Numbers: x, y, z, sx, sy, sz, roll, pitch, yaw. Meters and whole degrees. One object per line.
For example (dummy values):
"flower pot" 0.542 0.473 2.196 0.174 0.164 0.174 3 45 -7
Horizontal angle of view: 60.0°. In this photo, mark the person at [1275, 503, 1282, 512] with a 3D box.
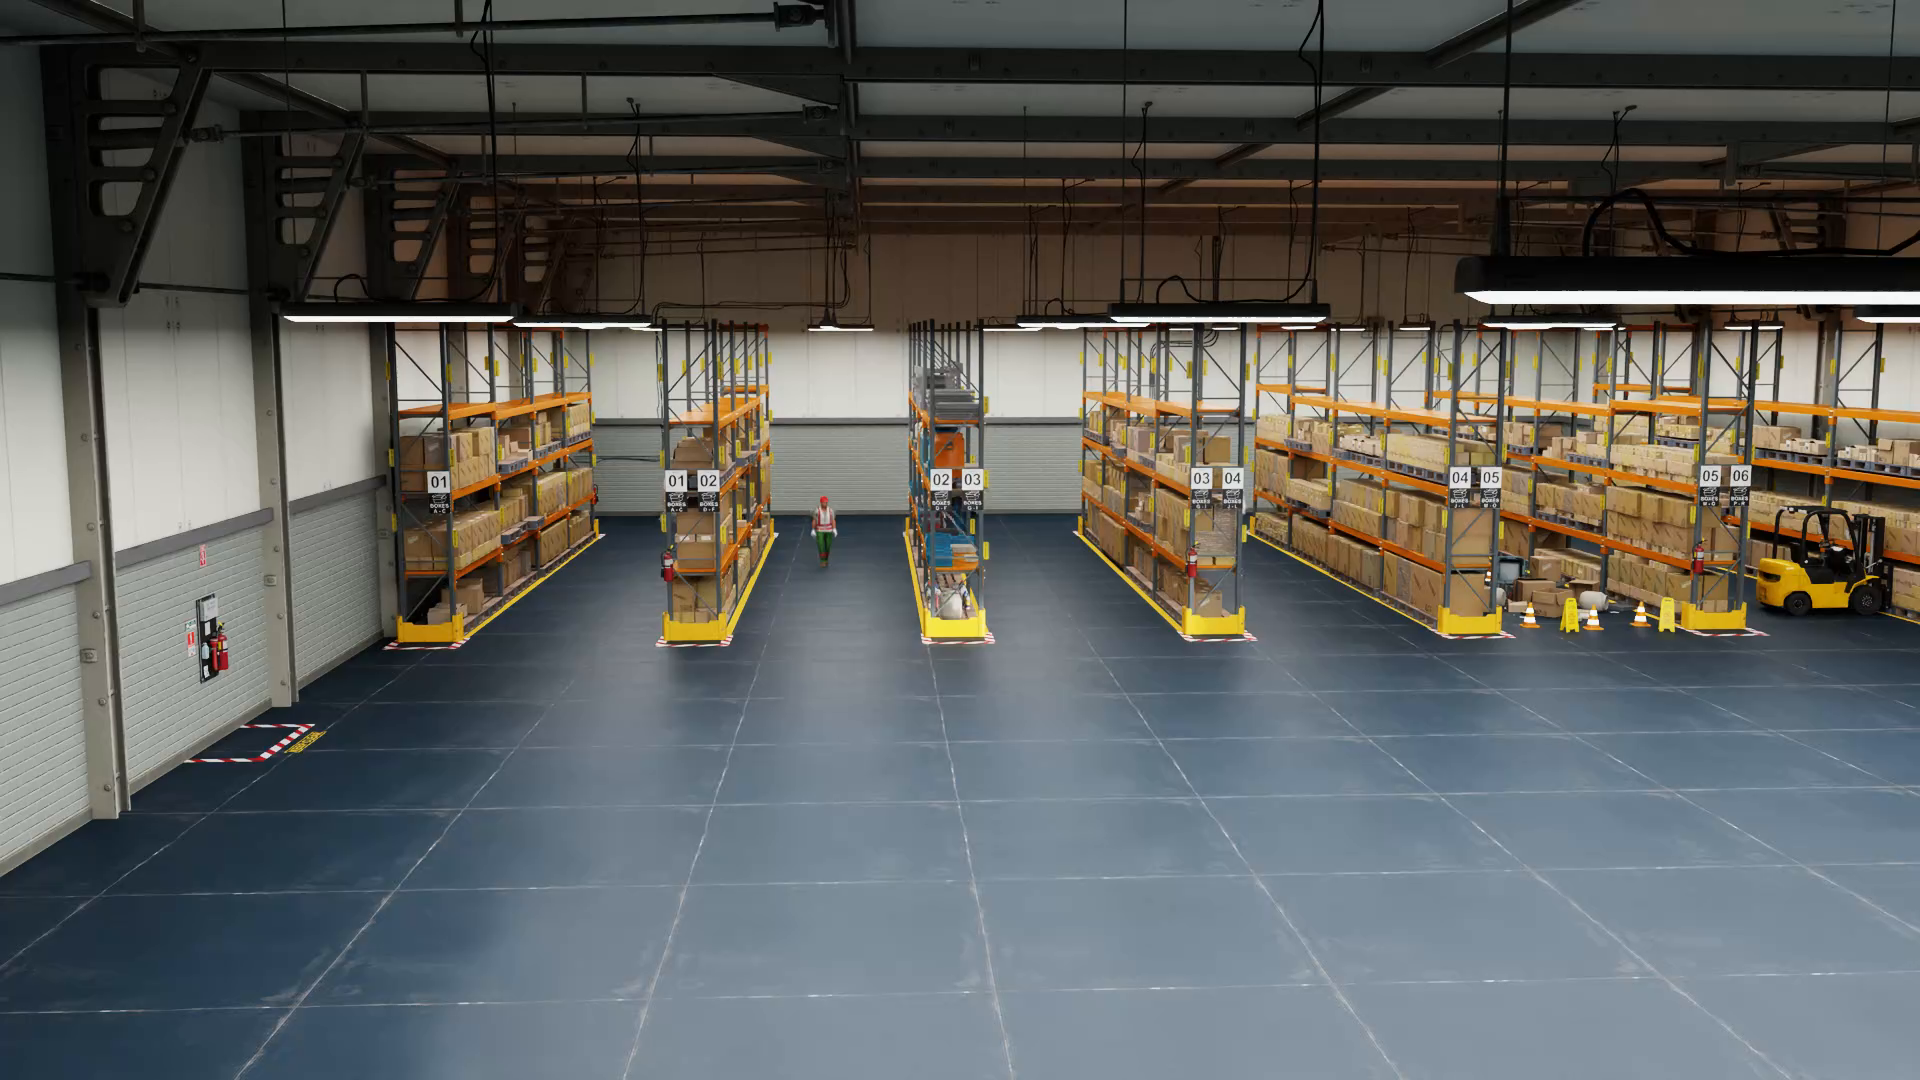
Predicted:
"person" 9.949 -1.496 51.207 0.605 1.756 0.704 7 10 43

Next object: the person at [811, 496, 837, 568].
"person" -3.335 -0.206 40.862 0.616 1.735 1.049 -1 7 -10

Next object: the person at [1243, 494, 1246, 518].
"person" 7.382 -0.664 44.542 0.553 1.719 1.125 -1 7 -6
